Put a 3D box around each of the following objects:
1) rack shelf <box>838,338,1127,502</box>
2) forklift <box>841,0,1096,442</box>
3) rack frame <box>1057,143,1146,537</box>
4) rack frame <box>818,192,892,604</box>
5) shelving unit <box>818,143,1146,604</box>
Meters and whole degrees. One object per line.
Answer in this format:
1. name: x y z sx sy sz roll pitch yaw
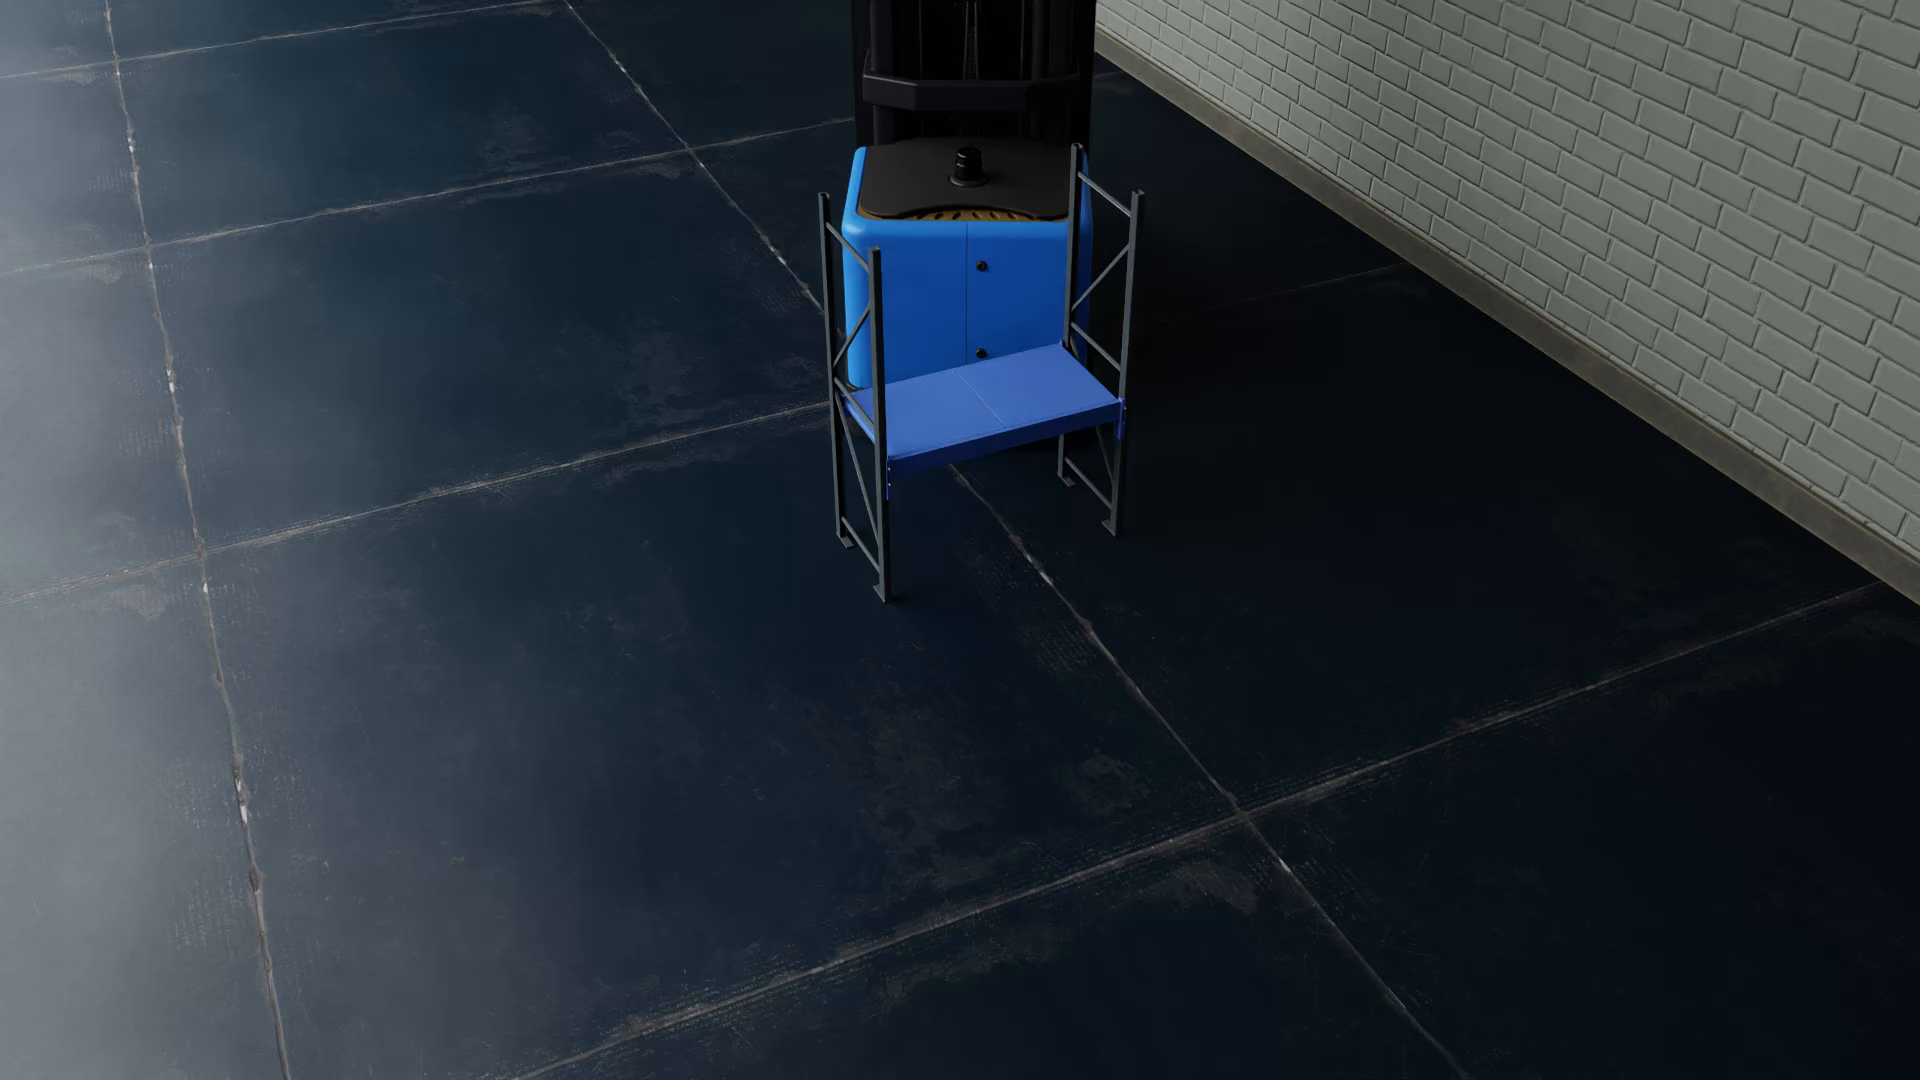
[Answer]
1. rack shelf: 0.077 -0.480 6.439 1.000 0.185 0.538 -16 39 -20
2. forklift: 0.063 -2.451 7.594 1.130 2.935 3.031 1 37 1
3. rack frame: 0.537 -0.753 6.506 0.032 1.500 0.500 -16 39 -20
4. rack frame: -0.383 -0.495 6.159 0.032 1.500 0.500 -16 39 -20
5. shelving unit: 0.077 -0.624 6.332 1.048 1.500 0.538 -16 39 -20
